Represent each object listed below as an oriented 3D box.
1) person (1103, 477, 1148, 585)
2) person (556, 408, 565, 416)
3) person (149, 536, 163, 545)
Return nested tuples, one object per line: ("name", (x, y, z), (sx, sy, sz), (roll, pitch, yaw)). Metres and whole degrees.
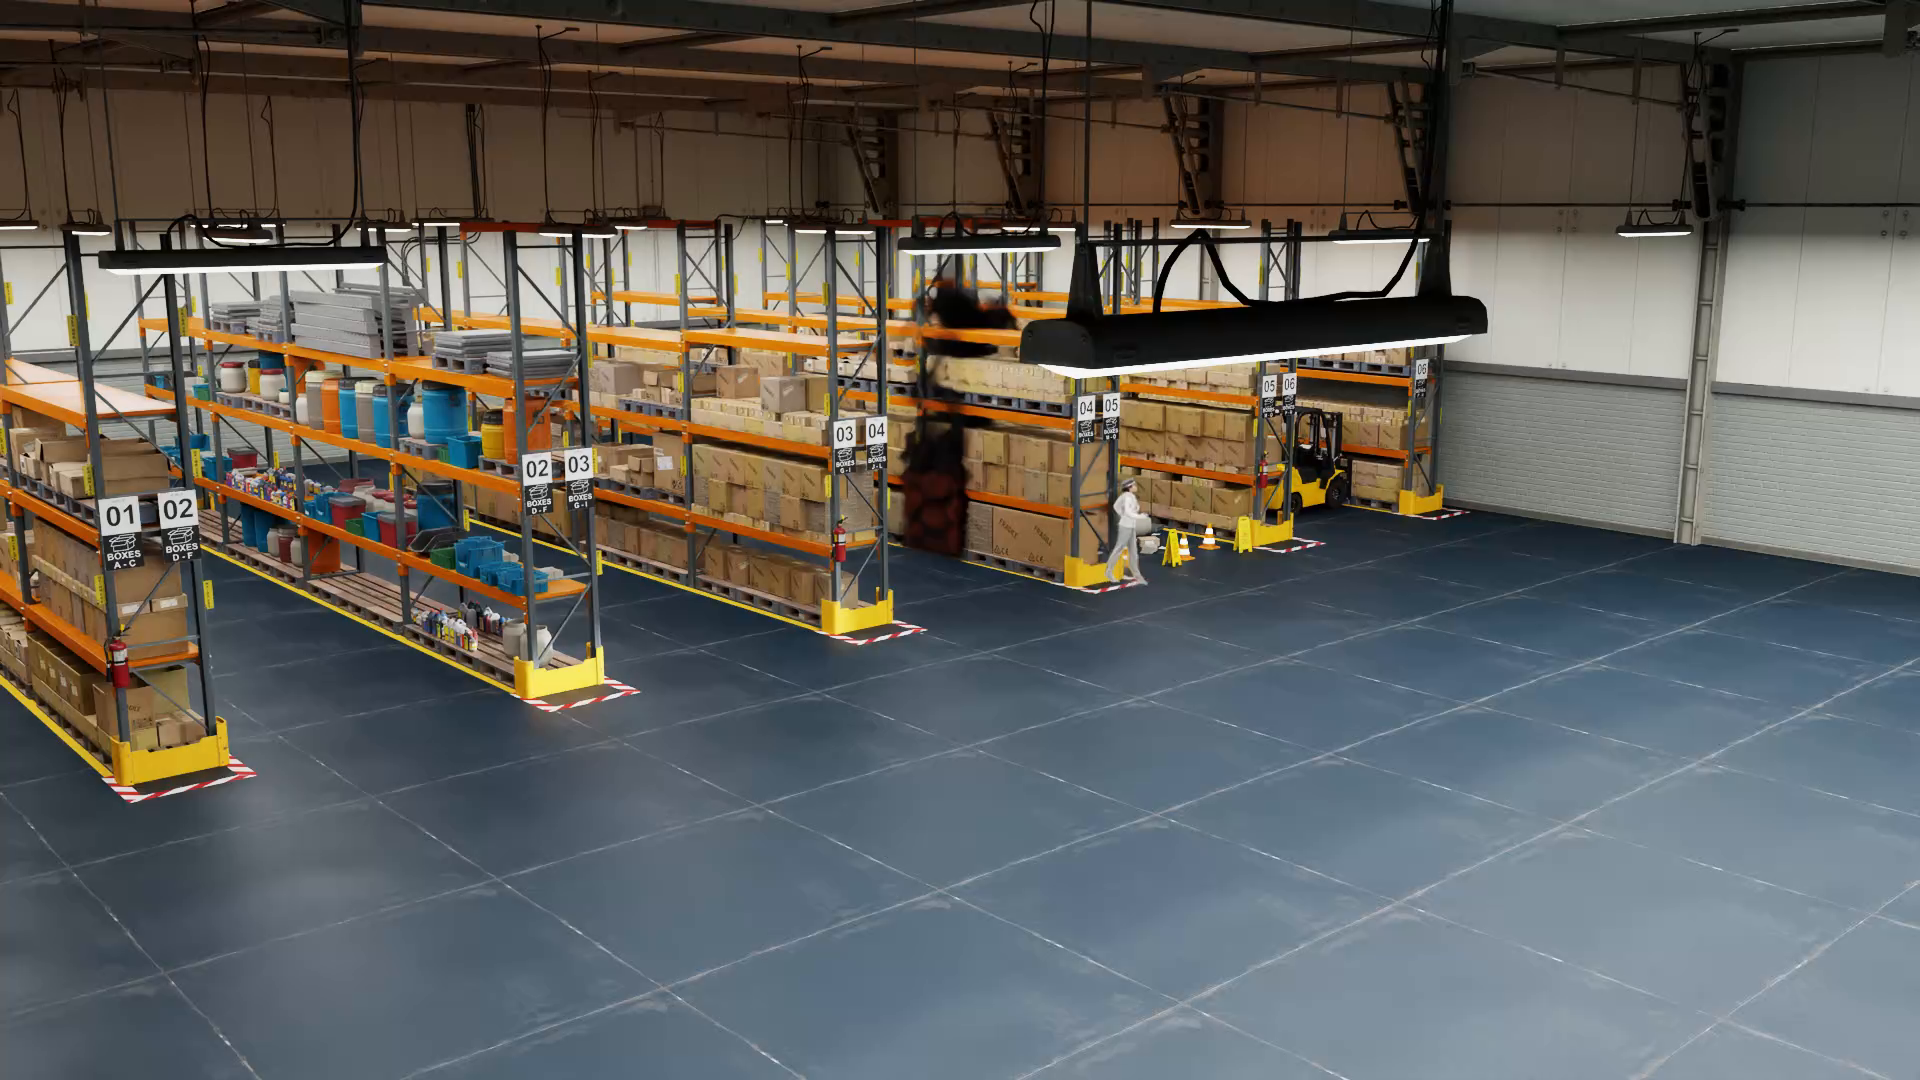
("person", (2.701, -0.149, 26.907), (0.713, 1.760, 0.623), (1, 11, 6))
("person", (-9.268, -2.196, 38.403), (0.730, 1.720, 0.844), (-2, 12, -8))
("person", (-13.366, 0.001, 27.387), (0.862, 1.832, 0.619), (9, 14, 37))
